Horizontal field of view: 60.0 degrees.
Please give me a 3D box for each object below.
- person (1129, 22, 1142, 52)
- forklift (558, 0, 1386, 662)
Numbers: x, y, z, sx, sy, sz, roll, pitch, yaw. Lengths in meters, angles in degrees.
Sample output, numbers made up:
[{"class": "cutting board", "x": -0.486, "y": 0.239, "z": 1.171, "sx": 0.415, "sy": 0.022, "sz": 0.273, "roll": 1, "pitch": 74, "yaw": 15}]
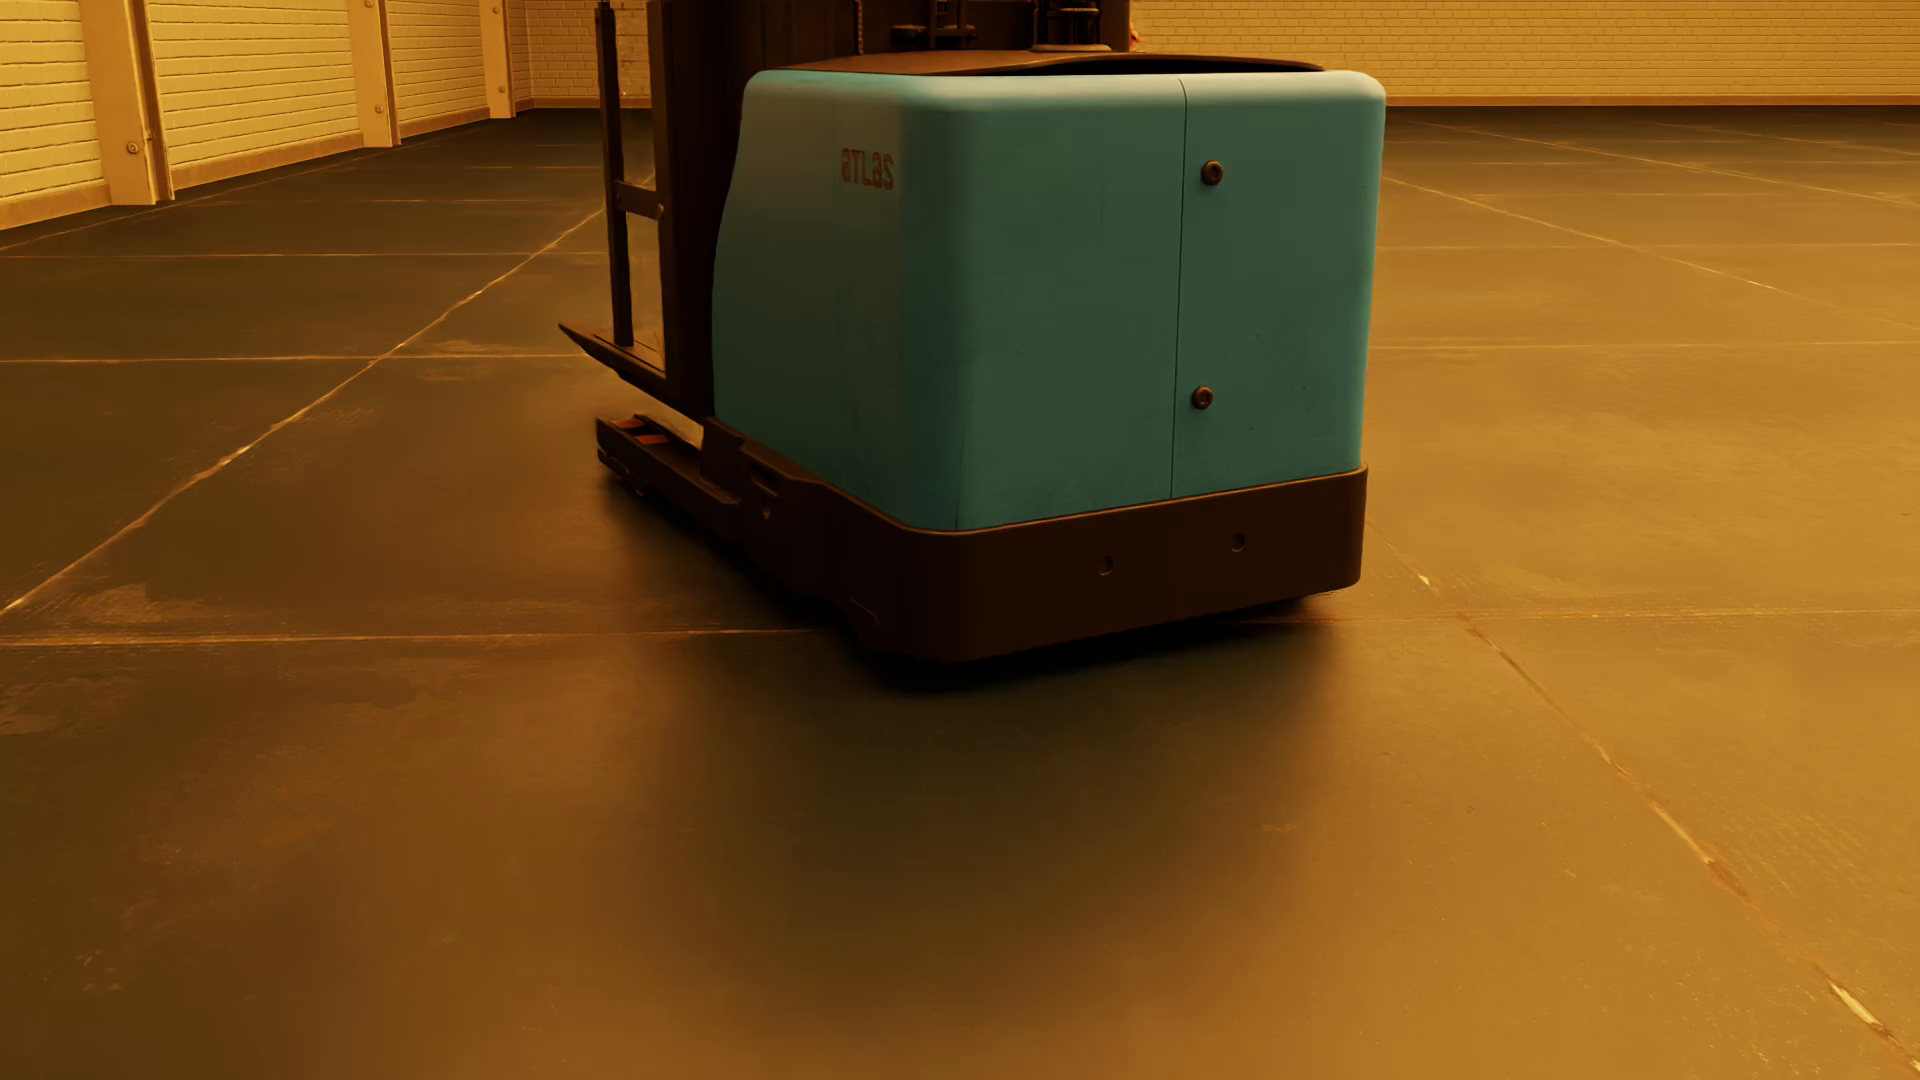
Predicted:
[{"class": "person", "x": 0.152, "y": -1.101, "z": 4.462, "sx": 0.798, "sy": 1.668, "sz": 0.922, "roll": 15, "pitch": 23, "yaw": 41}, {"class": "forklift", "x": -0.317, "y": -1.566, "z": 4.027, "sx": 1.130, "sy": 2.935, "sz": 3.031, "roll": -9, "pitch": 19, "yaw": -27}]
